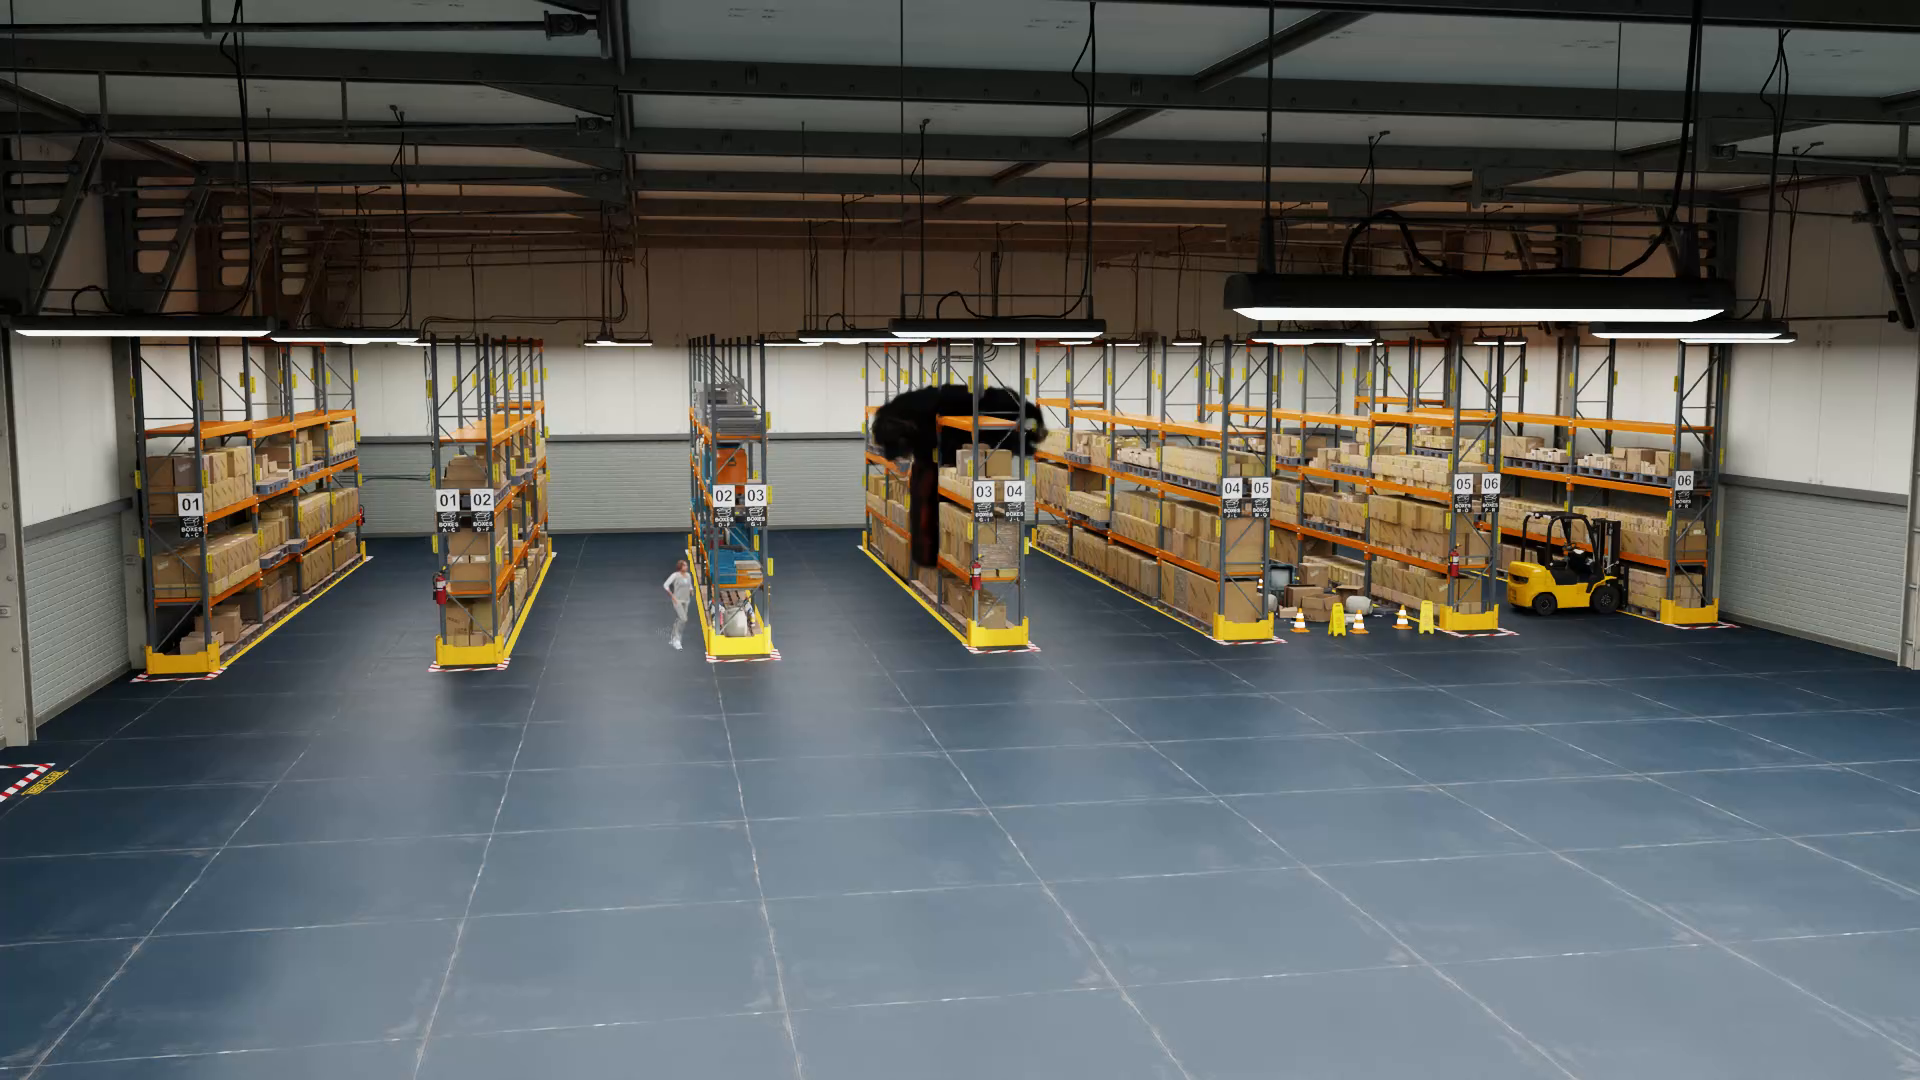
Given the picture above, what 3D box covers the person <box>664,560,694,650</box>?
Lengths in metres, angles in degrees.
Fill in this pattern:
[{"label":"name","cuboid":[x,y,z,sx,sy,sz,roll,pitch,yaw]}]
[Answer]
[{"label":"person","cuboid":[-5.090,1.185,30.491,0.579,1.641,0.511,5,8,39]}]
